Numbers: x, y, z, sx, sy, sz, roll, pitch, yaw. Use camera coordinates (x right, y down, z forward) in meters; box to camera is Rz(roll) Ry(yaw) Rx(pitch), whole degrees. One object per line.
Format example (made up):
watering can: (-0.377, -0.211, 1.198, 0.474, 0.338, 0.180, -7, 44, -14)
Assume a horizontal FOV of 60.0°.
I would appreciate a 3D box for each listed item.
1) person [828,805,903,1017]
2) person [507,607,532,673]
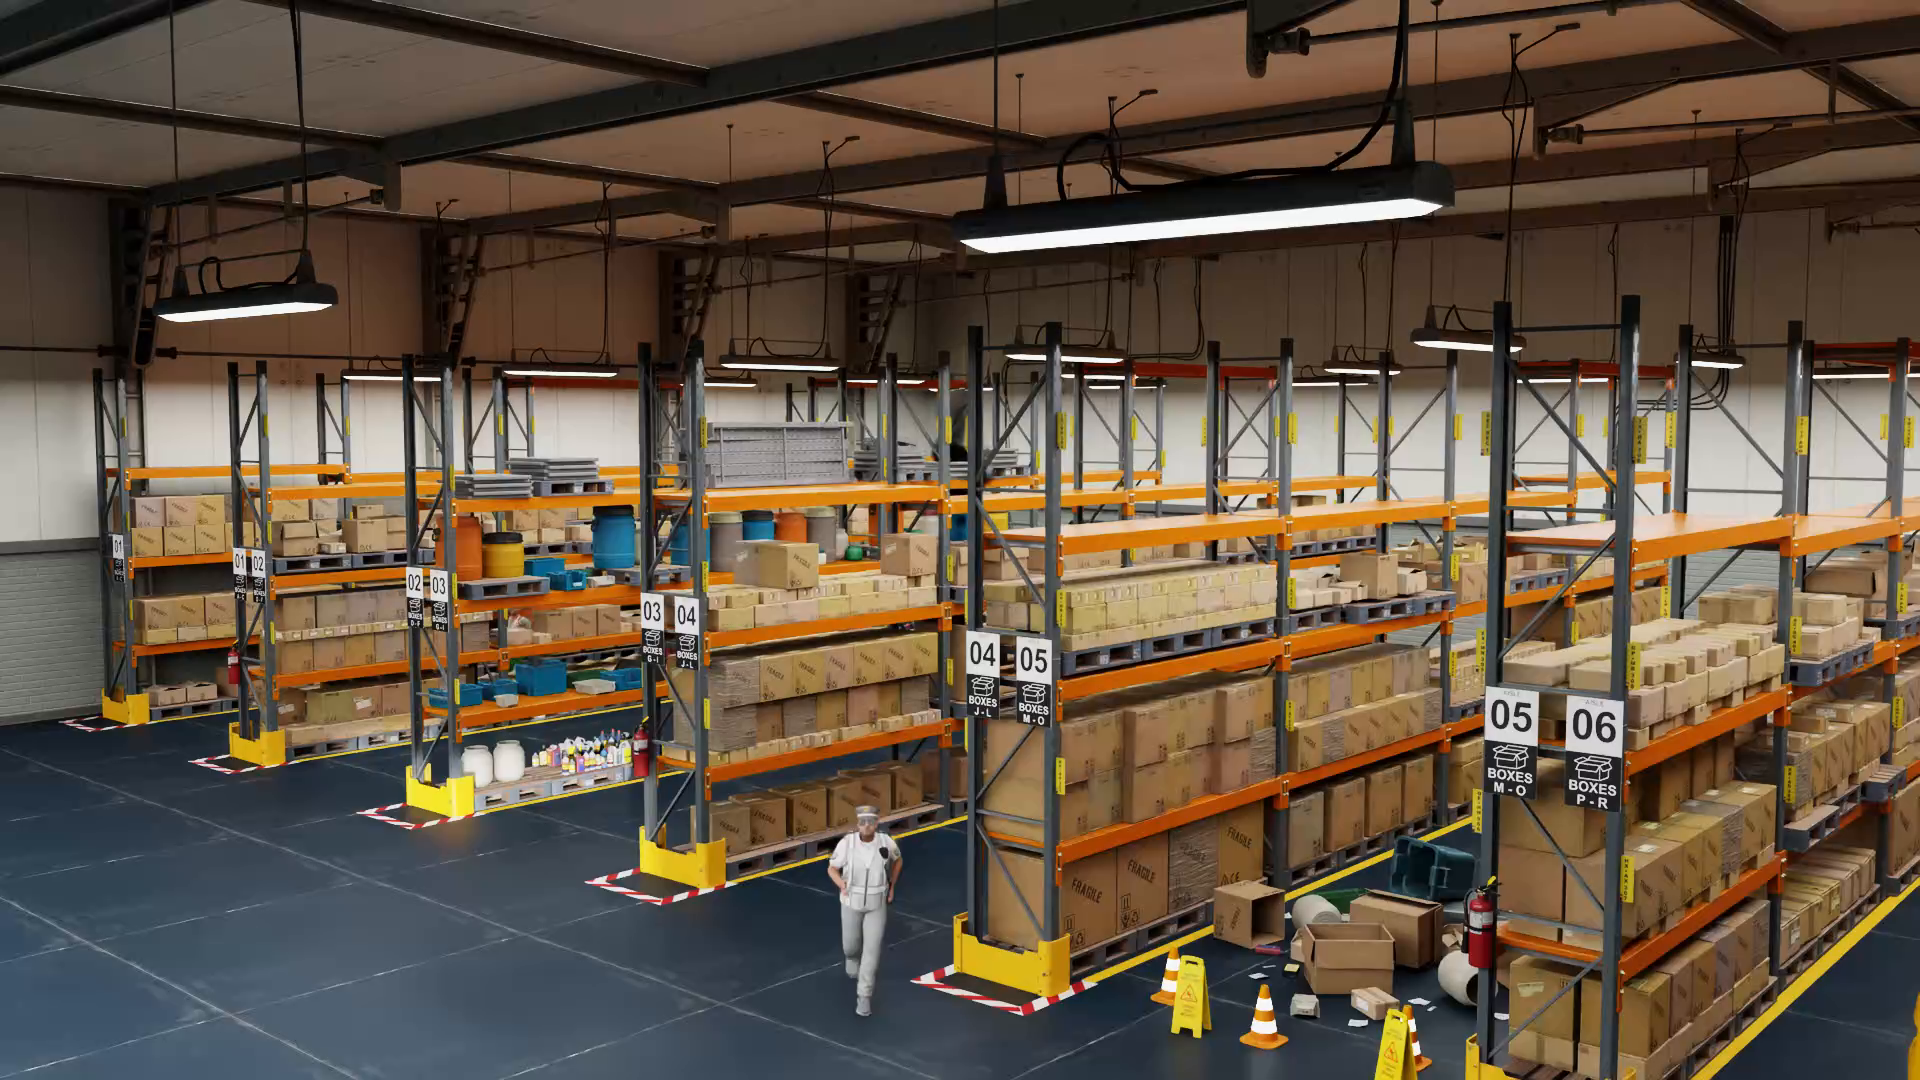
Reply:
person: (-0.833, 3.209, 14.734, 0.667, 1.777, 0.931, 0, 4, -5)
person: (-8.301, 2.011, 31.082, 0.653, 1.735, 0.621, 2, 5, 28)
